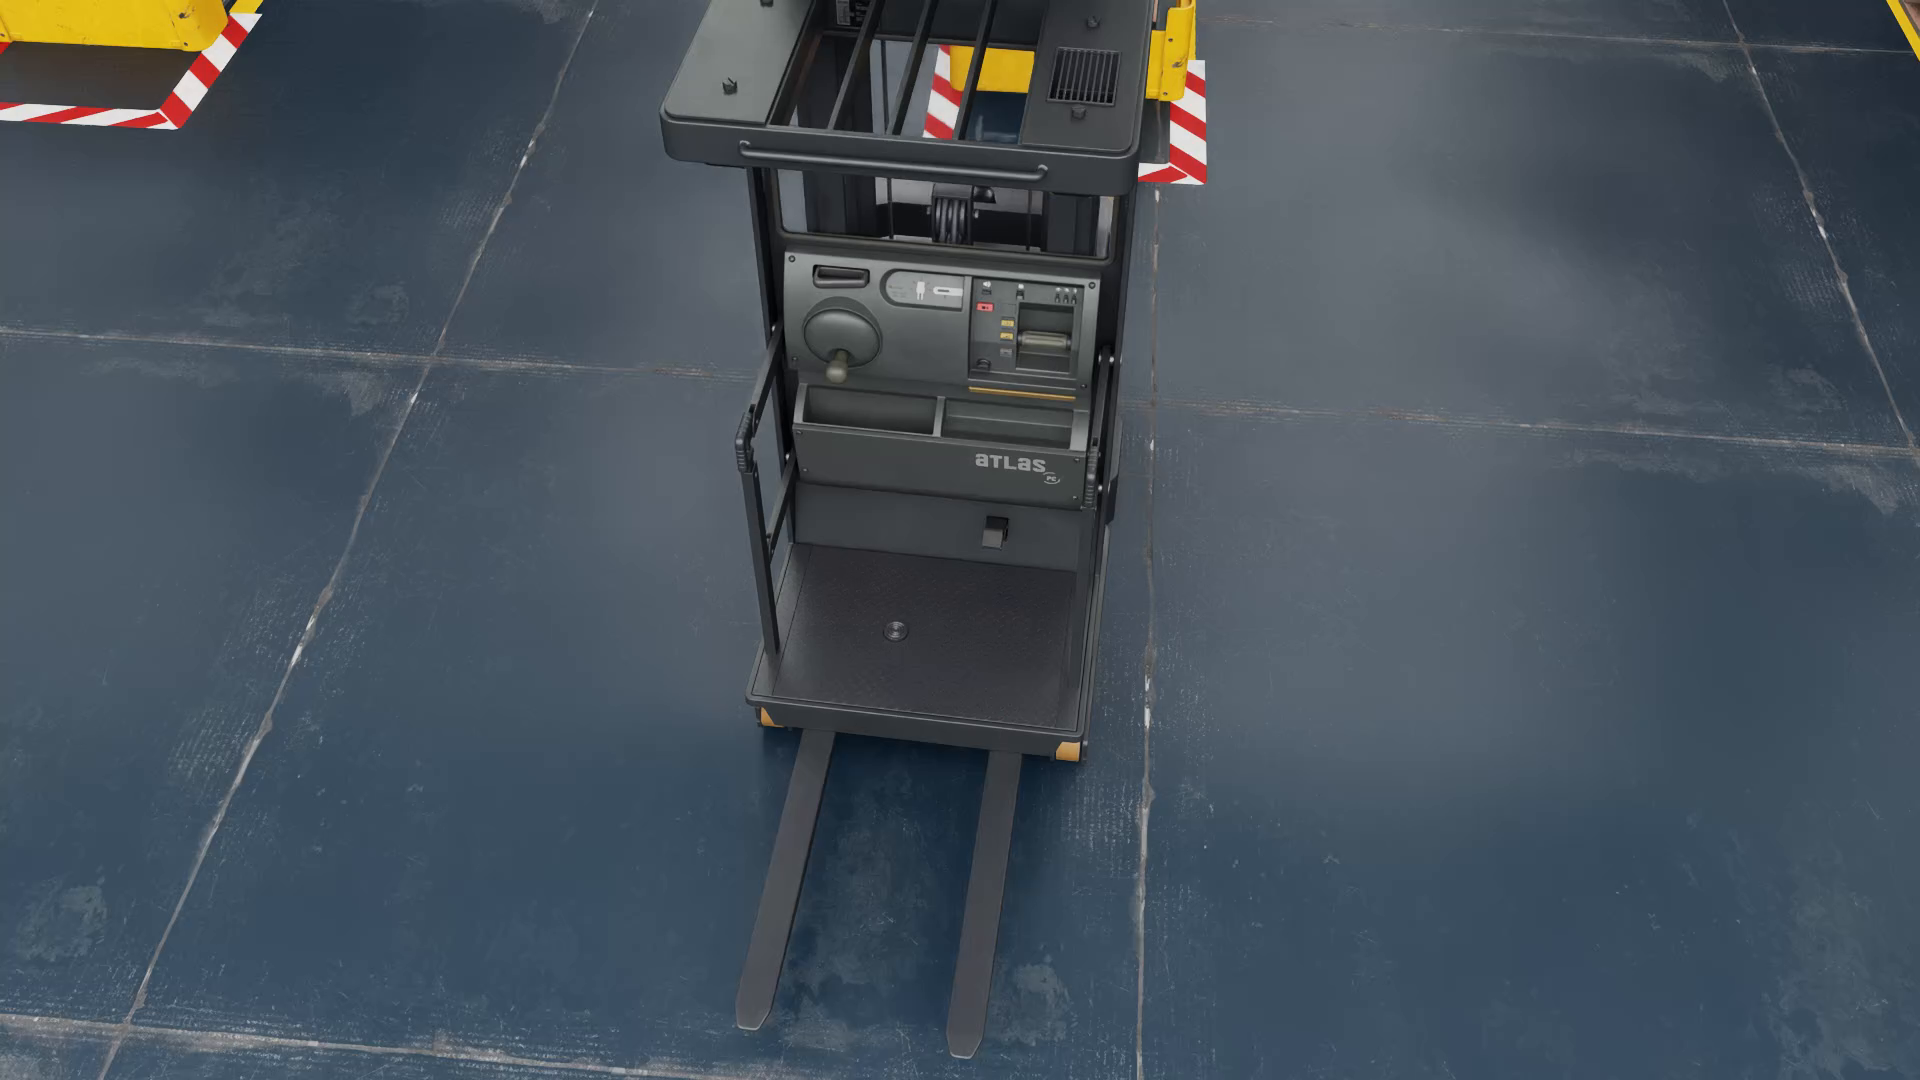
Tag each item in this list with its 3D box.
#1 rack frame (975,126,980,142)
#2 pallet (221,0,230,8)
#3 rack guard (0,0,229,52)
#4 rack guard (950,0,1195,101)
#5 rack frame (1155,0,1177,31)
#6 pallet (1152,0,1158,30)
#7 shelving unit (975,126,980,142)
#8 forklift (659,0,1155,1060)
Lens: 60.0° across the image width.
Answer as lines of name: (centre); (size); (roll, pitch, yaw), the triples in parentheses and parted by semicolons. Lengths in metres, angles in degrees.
rack frame: (0.158, -1.191, 6.628); (0.200, 1.050, 0.008); (6, 48, 5)
pallet: (-4.357, -3.340, 9.162); (1.003, 0.211, 1.213); (4, 48, 4)
rack guard: (-4.436, -2.841, 8.510); (1.175, 0.500, 0.348); (4, 48, 4)
rack guard: (0.543, -2.505, 8.202); (1.175, 0.500, 0.348); (4, 48, 4)
rack frame: (0.536, -3.293, 7.229); (1.000, 3.000, 0.127); (4, 48, 4)
pallet: (0.652, -3.002, 8.853); (1.003, 0.211, 1.213); (4, 48, 4)
shelving unit: (0.141, -1.102, 6.546); (0.215, 1.050, 0.252); (6, 48, 5)
forklift: (-0.087, -0.535, 4.753); (1.130, 2.935, 3.031); (6, 48, 5)
